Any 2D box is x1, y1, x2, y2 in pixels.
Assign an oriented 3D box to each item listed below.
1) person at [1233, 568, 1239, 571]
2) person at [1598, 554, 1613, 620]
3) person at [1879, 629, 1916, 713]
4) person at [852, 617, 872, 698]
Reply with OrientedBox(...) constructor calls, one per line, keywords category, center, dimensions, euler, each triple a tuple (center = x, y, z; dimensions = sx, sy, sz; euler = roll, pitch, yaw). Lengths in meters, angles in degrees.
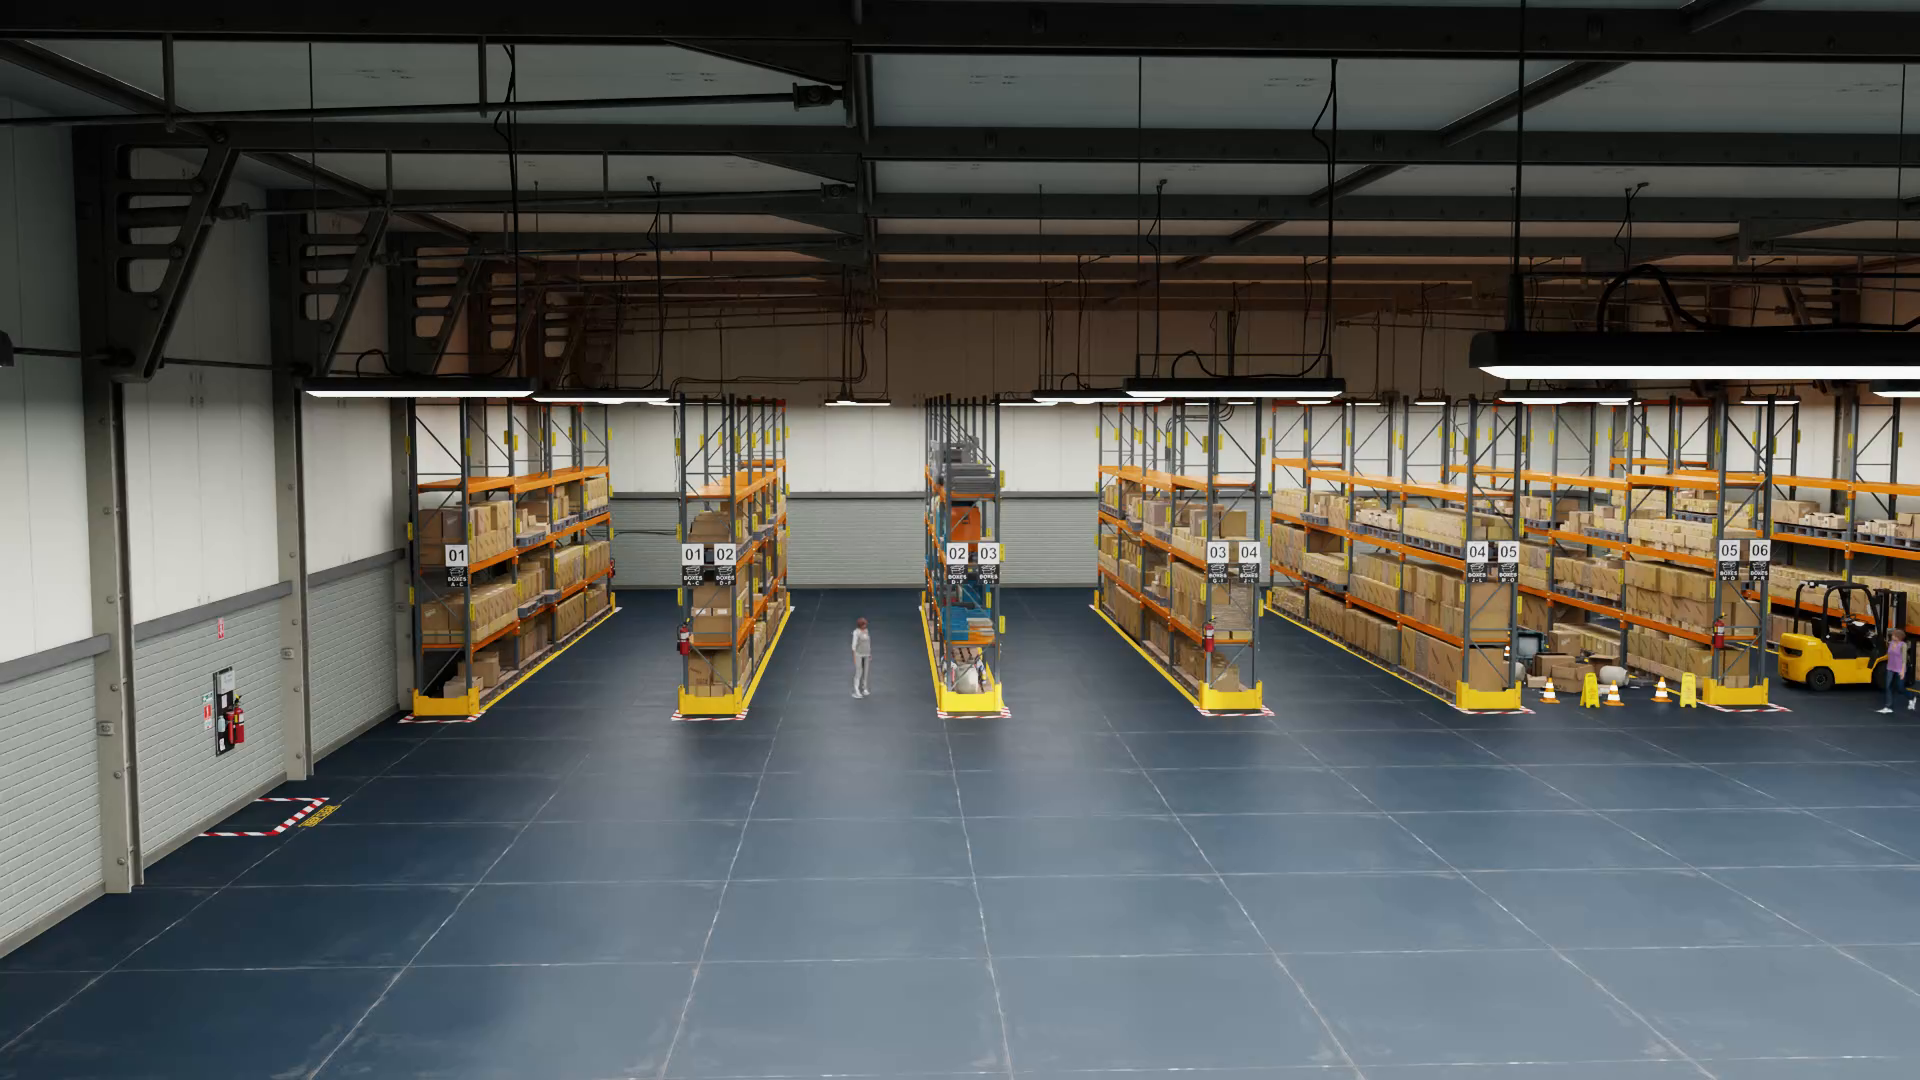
OrientedBox(category="person", center=(7.905, 1.061, 48.330), dimensions=(0.647, 1.654, 0.490), euler=(-4, 6, -44))
OrientedBox(category="person", center=(17.549, 1.271, 45.169), dimensions=(0.456, 1.792, 0.586), euler=(1, 5, 7))
OrientedBox(category="person", center=(17.615, 2.473, 31.201), dimensions=(0.710, 1.558, 0.403), euler=(-2, 5, -23))
OrientedBox(category="person", center=(-1.948, 2.330, 33.090), dimensions=(0.360, 1.605, 0.448), euler=(4, 6, 41))
